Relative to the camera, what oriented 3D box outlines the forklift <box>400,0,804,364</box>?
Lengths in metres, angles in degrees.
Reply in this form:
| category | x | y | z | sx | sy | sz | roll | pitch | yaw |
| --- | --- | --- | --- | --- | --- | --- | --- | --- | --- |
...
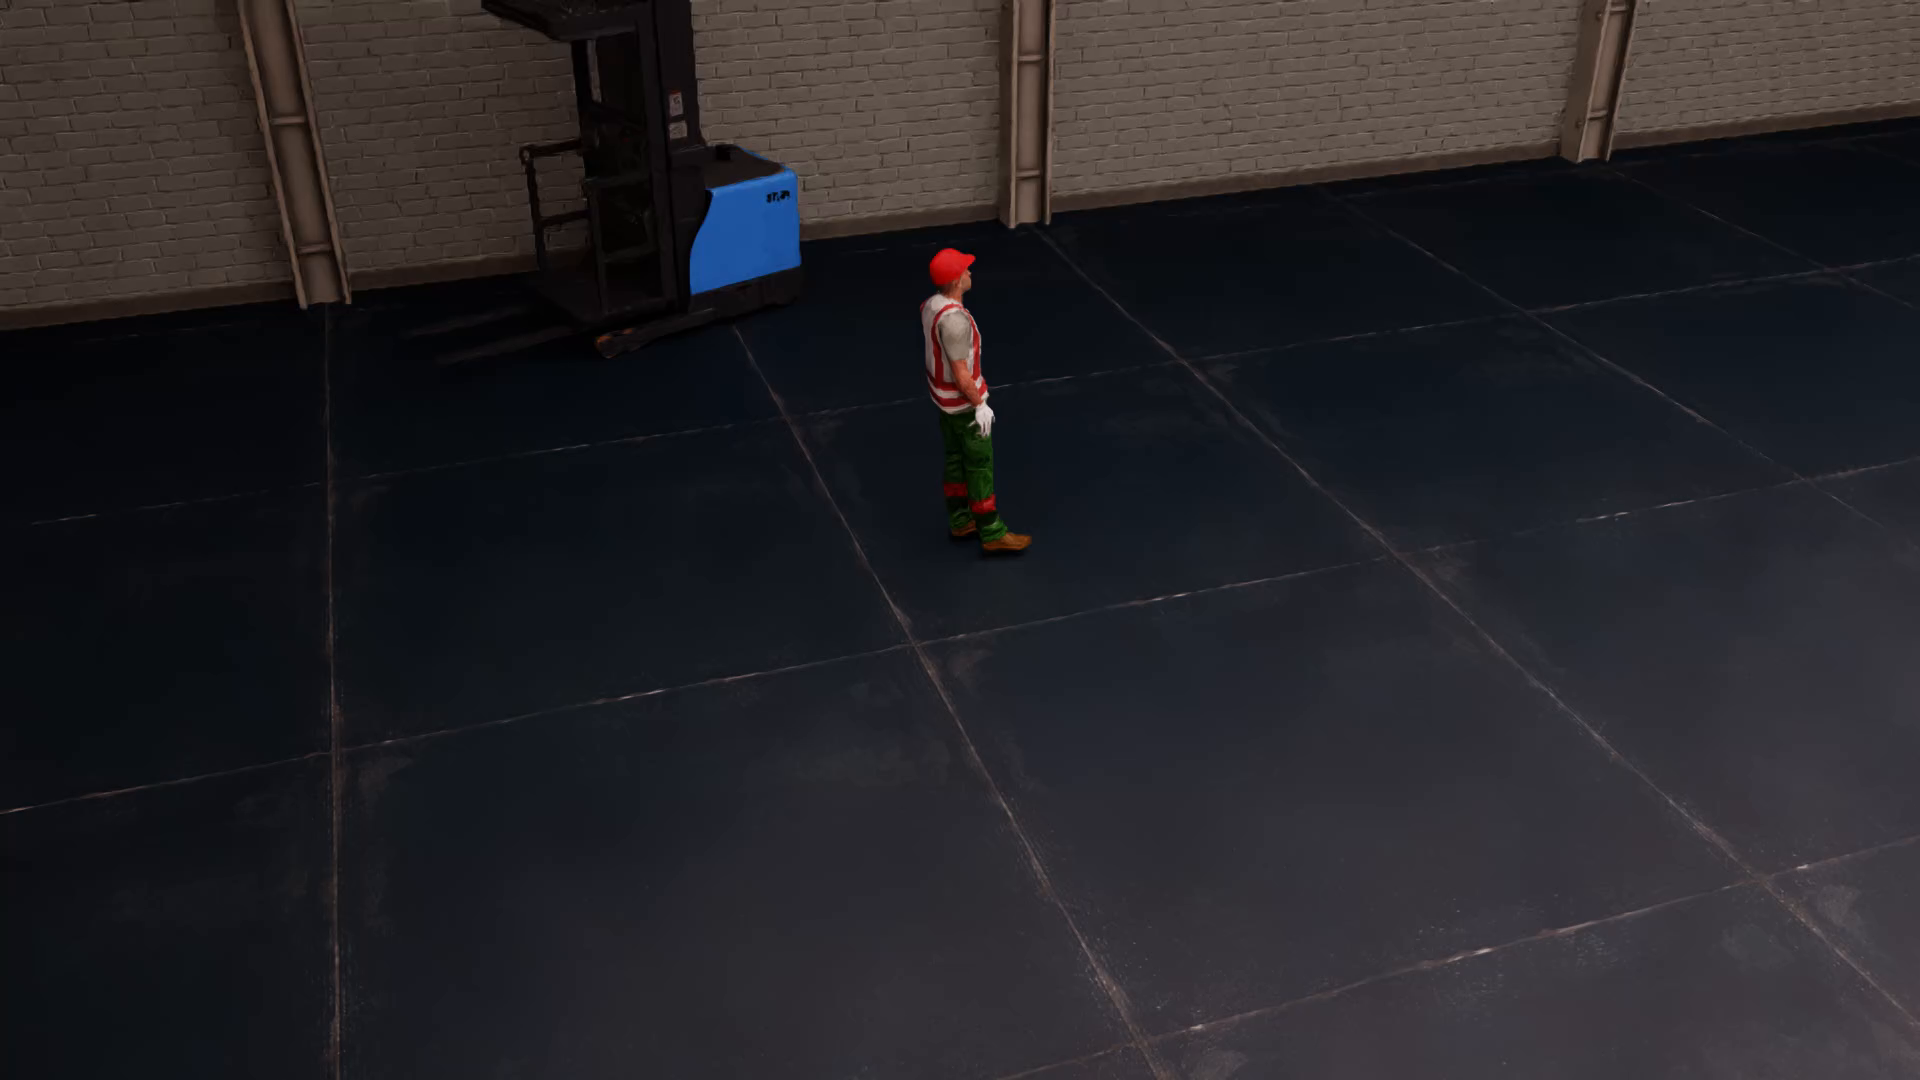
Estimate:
| category | x | y | z | sx | sy | sz | roll | pitch | yaw |
| --- | --- | --- | --- | --- | --- | --- | --- | --- | --- |
| forklift | -2.716 | -2.923 | 12.167 | 3.031 | 2.935 | 1.130 | -22 | 36 | -33 |

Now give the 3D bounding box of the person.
| category | x | y | z | sx | sy | sz | roll | pitch | yaw |
| --- | --- | --- | --- | --- | --- | --- | --- | --- | --- |
| person | 0.080 | -0.823 | 9.570 | 0.563 | 1.787 | 0.637 | -10 | 31 | -16 |
